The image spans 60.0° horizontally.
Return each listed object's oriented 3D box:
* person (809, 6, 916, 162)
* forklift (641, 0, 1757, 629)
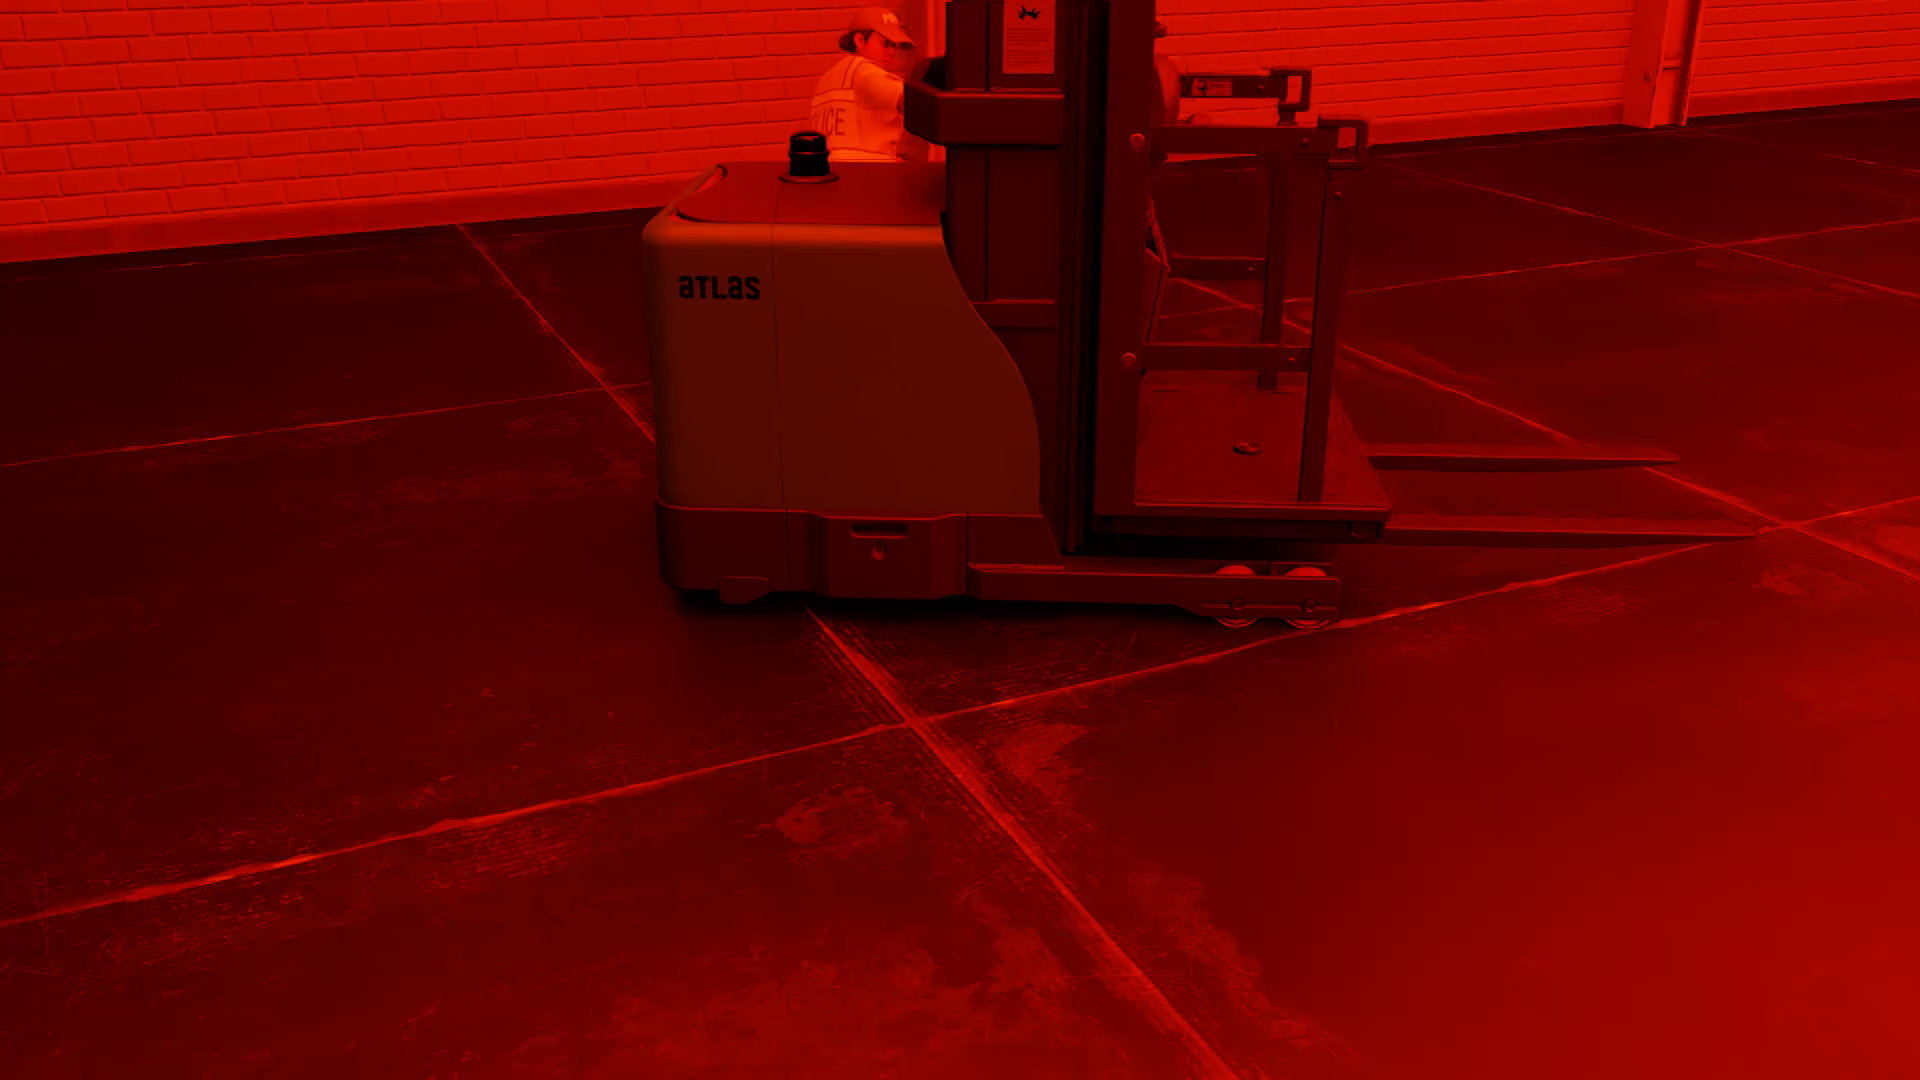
[{"bbox_3d":[-0.299,-1.436,6.791,0.739,1.412,0.909,18,28,36],"label":"person"},{"bbox_3d":[0.693,-1.321,4.467,3.031,2.935,1.130,1,23,3],"label":"forklift"}]
